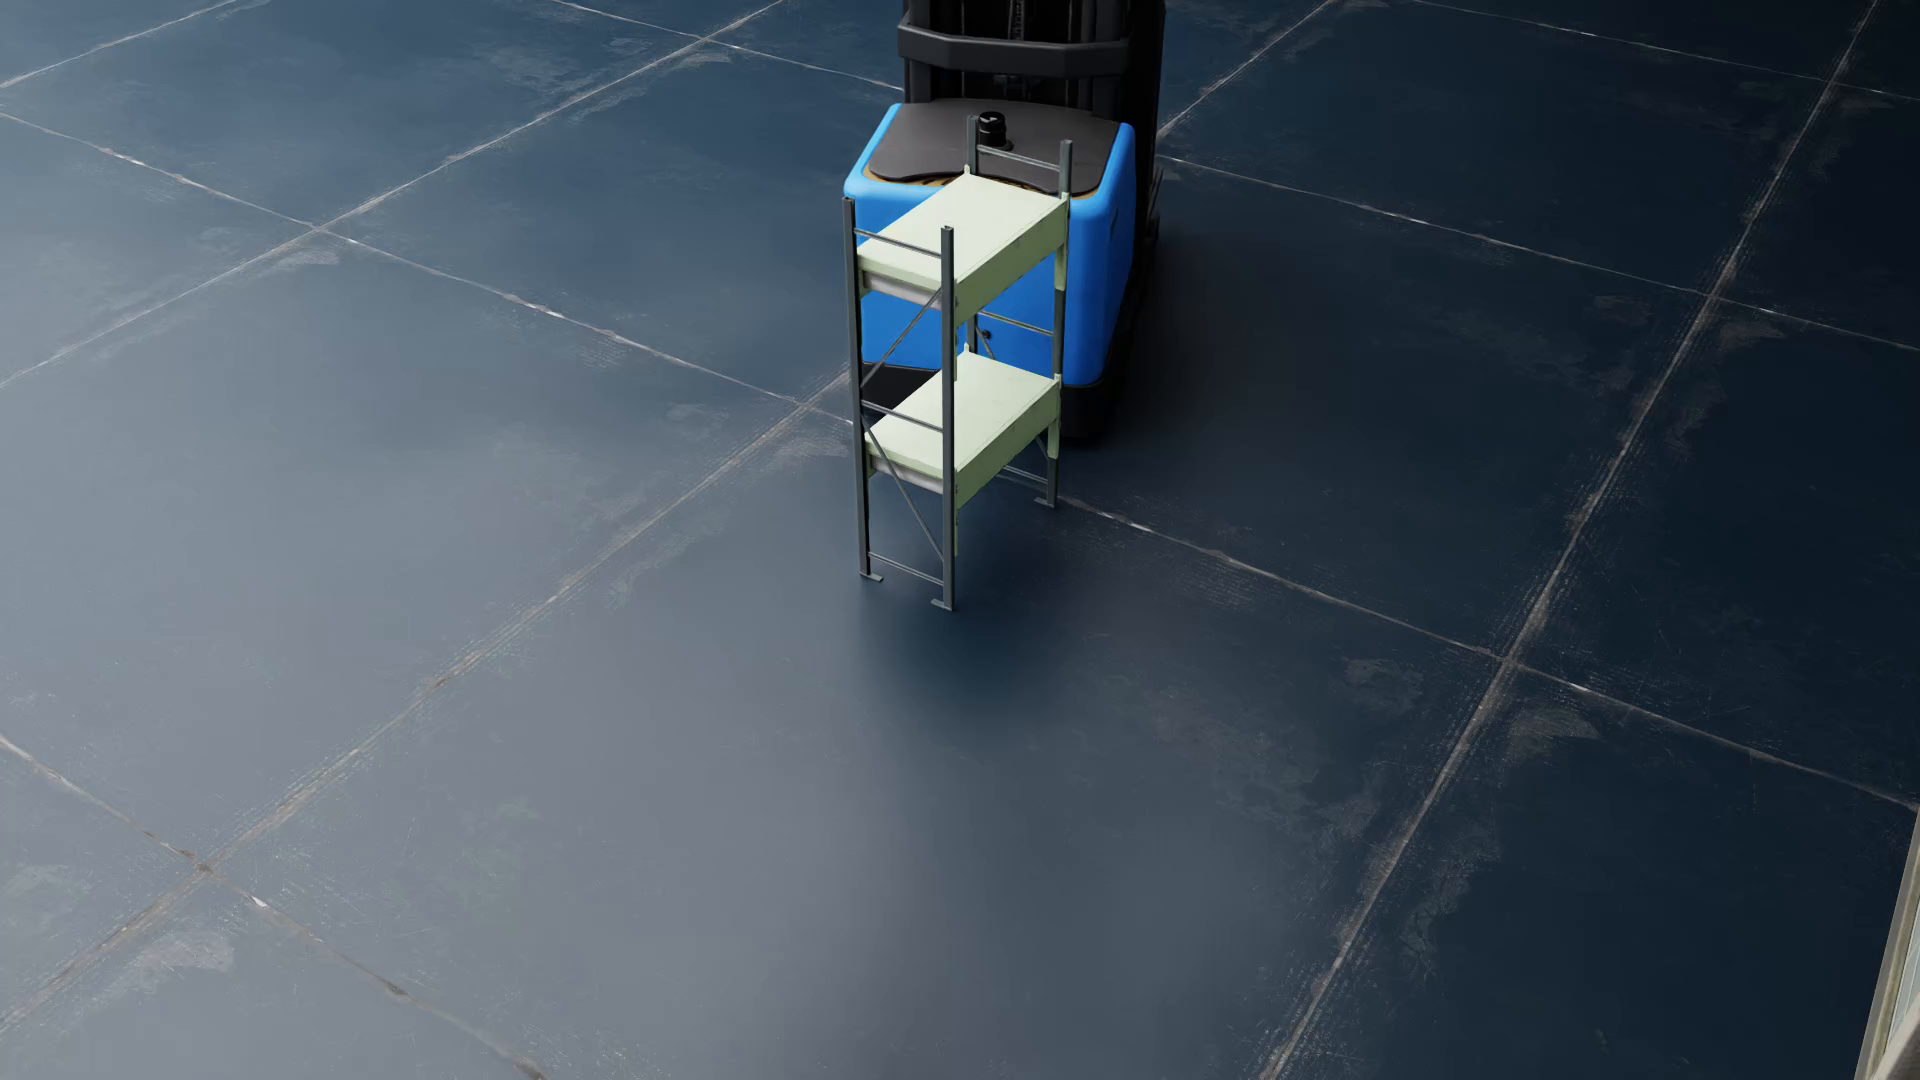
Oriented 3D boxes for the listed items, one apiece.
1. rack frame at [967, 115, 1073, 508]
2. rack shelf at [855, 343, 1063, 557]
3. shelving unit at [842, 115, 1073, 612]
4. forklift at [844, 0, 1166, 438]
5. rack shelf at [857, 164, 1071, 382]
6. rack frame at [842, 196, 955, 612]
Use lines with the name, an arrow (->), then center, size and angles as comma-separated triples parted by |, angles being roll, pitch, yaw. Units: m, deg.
rack frame -> 0.200, -0.786, 6.041 | 0.400, 1.500, 0.023 | 21, 42, 25
rack shelf -> 0.004, -0.339, 5.996 | 0.431, 0.370, 0.720 | 21, 42, 25
shelving unit -> 0.004, -0.597, 5.797 | 0.431, 1.500, 0.755 | 21, 42, 25
forklift -> 0.351, -2.470, 7.053 | 1.130, 2.935, 3.031 | 7, 38, 9
rack shelf -> 0.004, -0.907, 5.558 | 0.431, 0.370, 0.720 | 21, 42, 25
rack frame -> -0.193, -0.409, 5.552 | 0.400, 1.500, 0.023 | 21, 42, 25
